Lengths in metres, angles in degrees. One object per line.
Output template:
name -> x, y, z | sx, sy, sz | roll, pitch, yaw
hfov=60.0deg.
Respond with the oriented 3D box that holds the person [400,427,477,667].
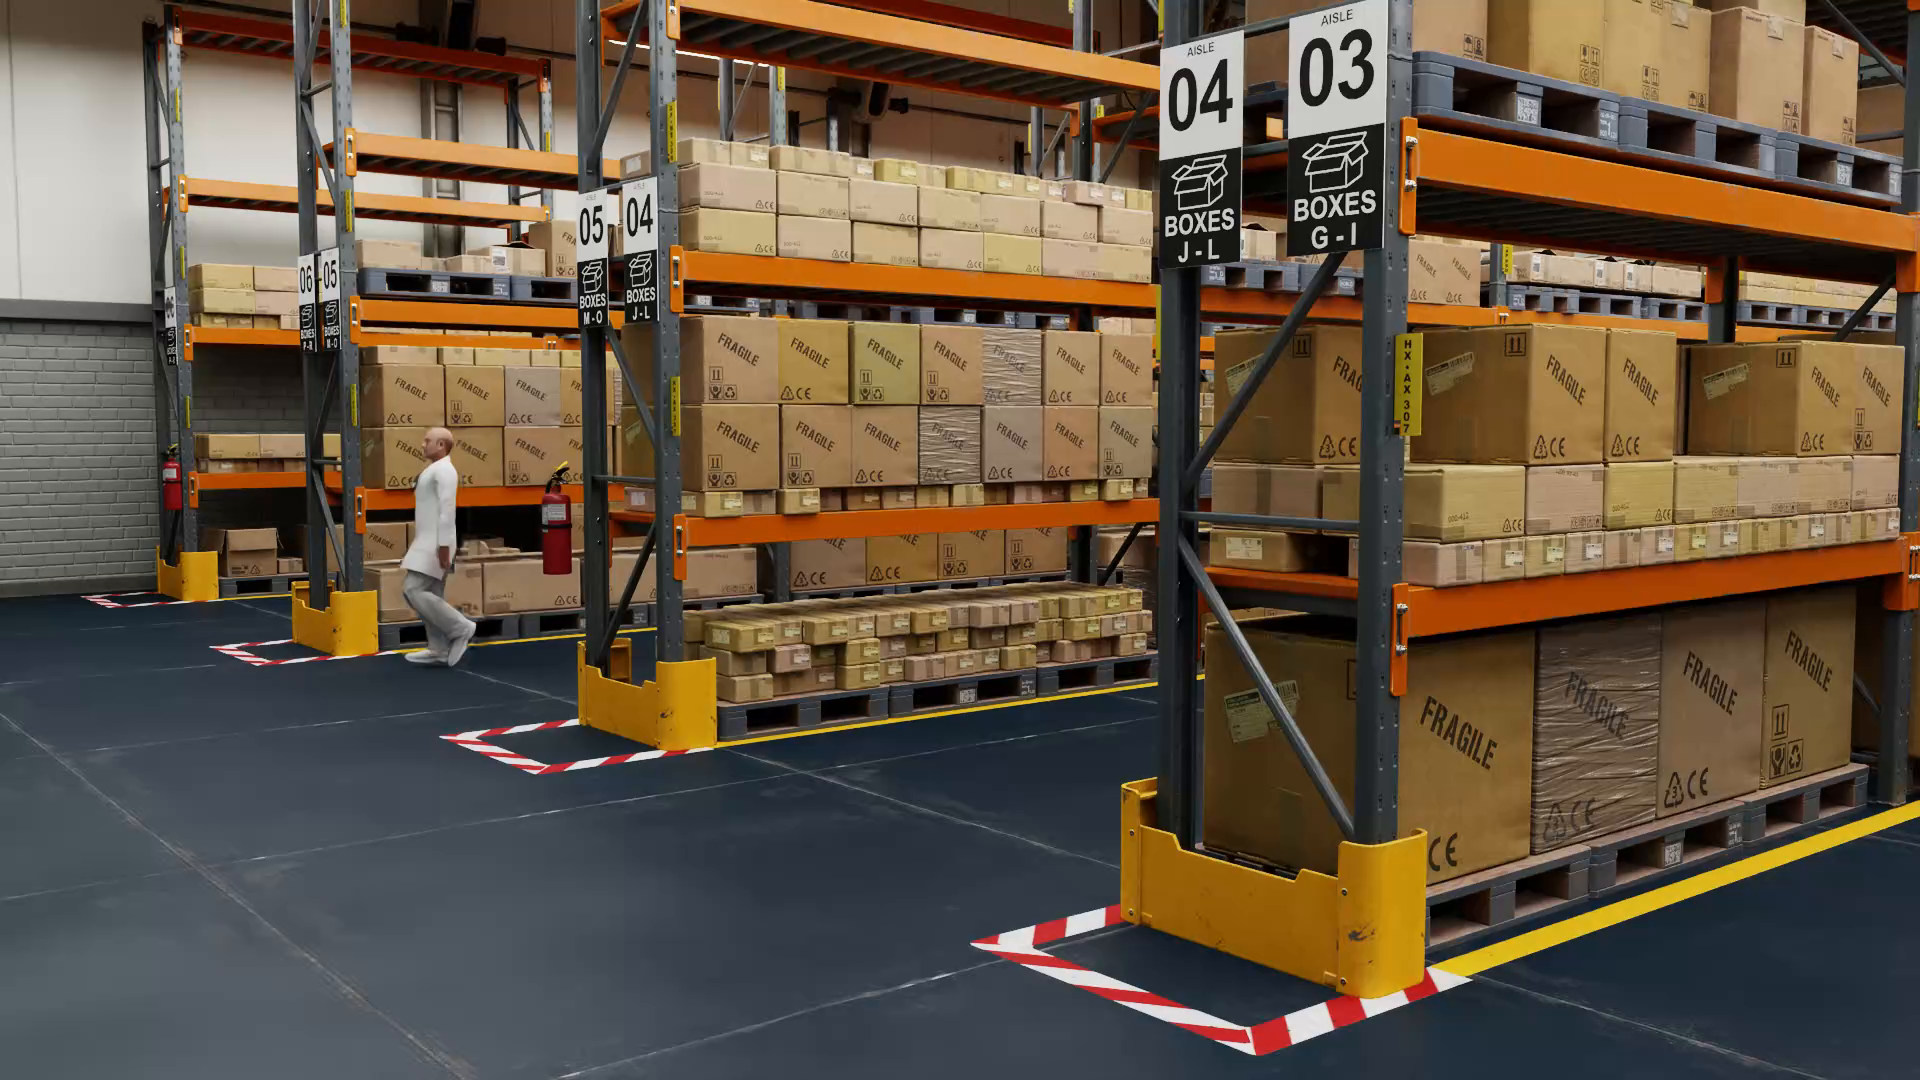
person -> -3.915, 0.050, 12.452 | 0.542, 1.782, 0.568 | -1, 4, -18
